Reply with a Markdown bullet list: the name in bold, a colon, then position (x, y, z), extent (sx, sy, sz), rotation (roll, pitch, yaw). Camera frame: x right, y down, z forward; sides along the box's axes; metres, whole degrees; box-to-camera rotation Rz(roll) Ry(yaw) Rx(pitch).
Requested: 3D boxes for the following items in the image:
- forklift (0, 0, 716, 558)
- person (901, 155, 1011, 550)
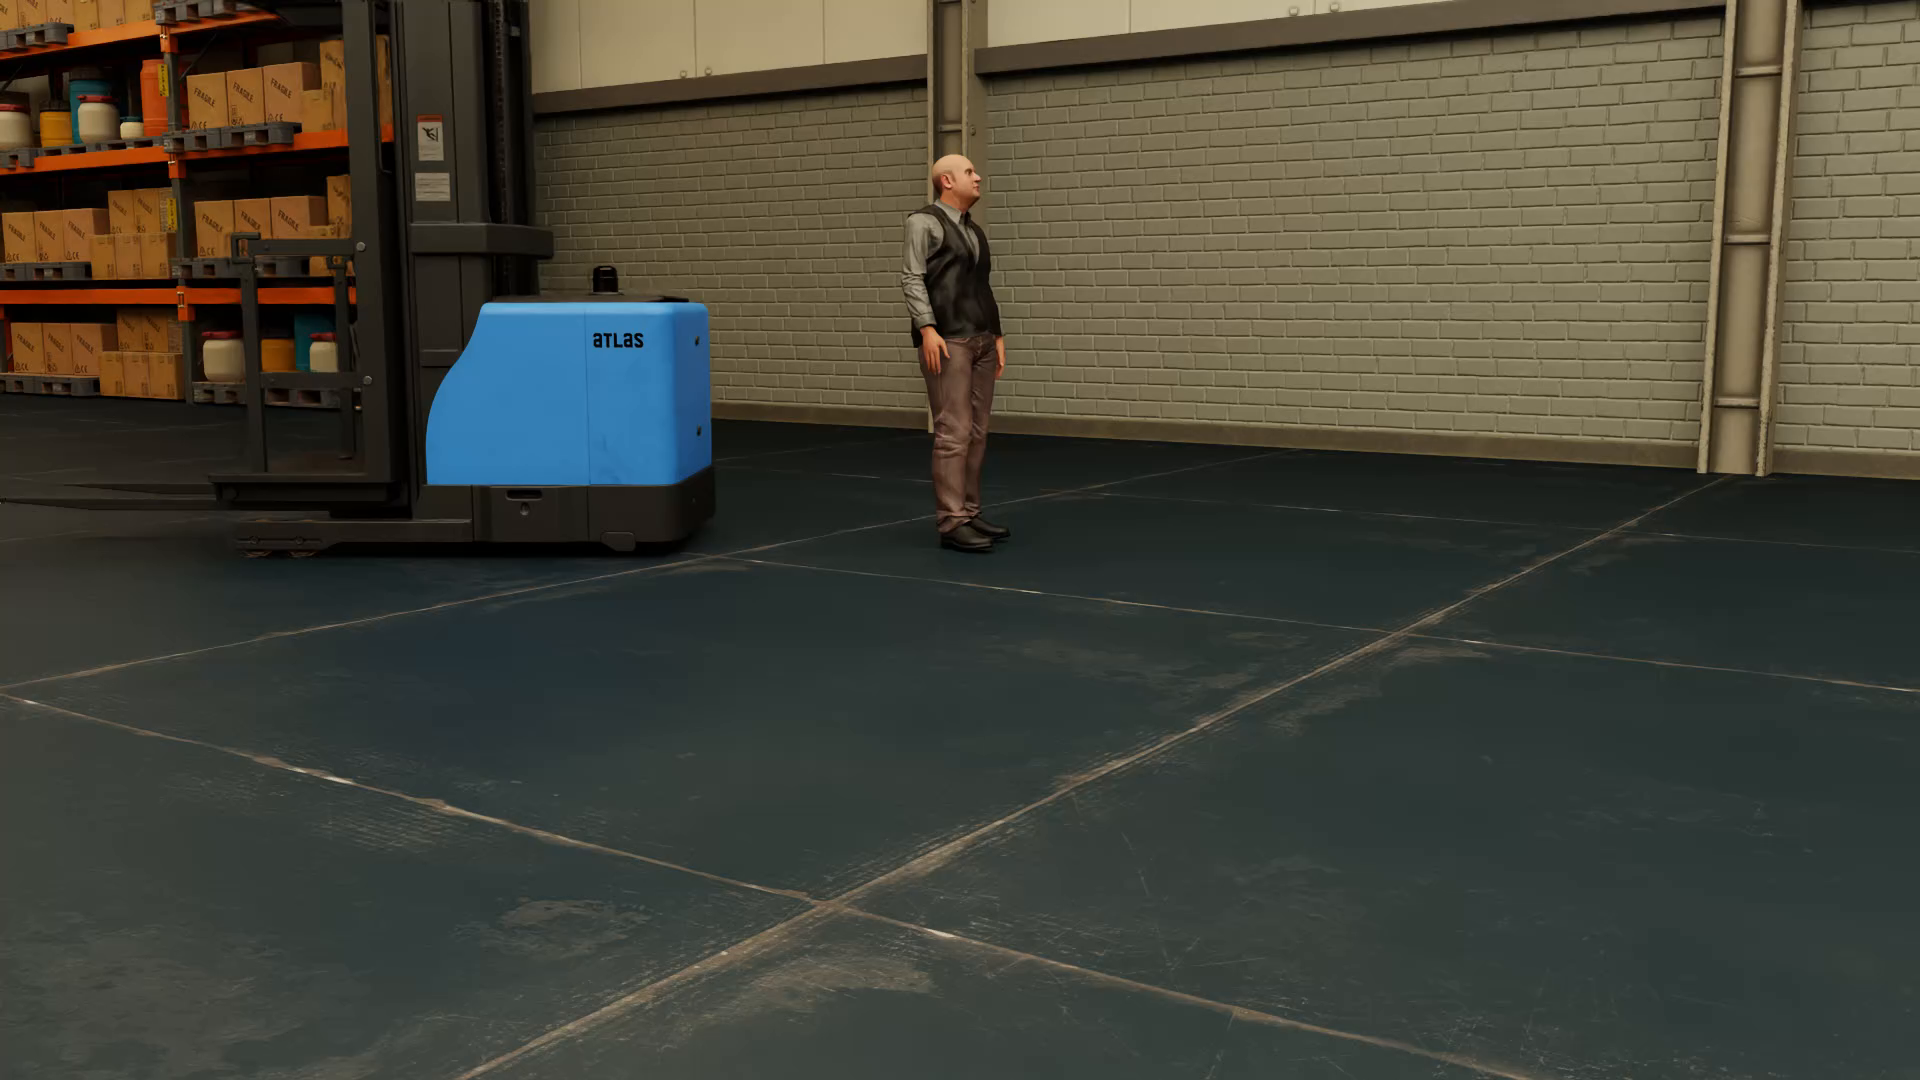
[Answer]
- **forklift**: position (-2.694, -1.449, 7.383), extent (3.031, 2.935, 1.130), rotation (0, 8, 1)
- **person**: position (0.047, -0.854, 7.441), extent (0.568, 1.720, 0.632), rotation (5, 10, 34)
